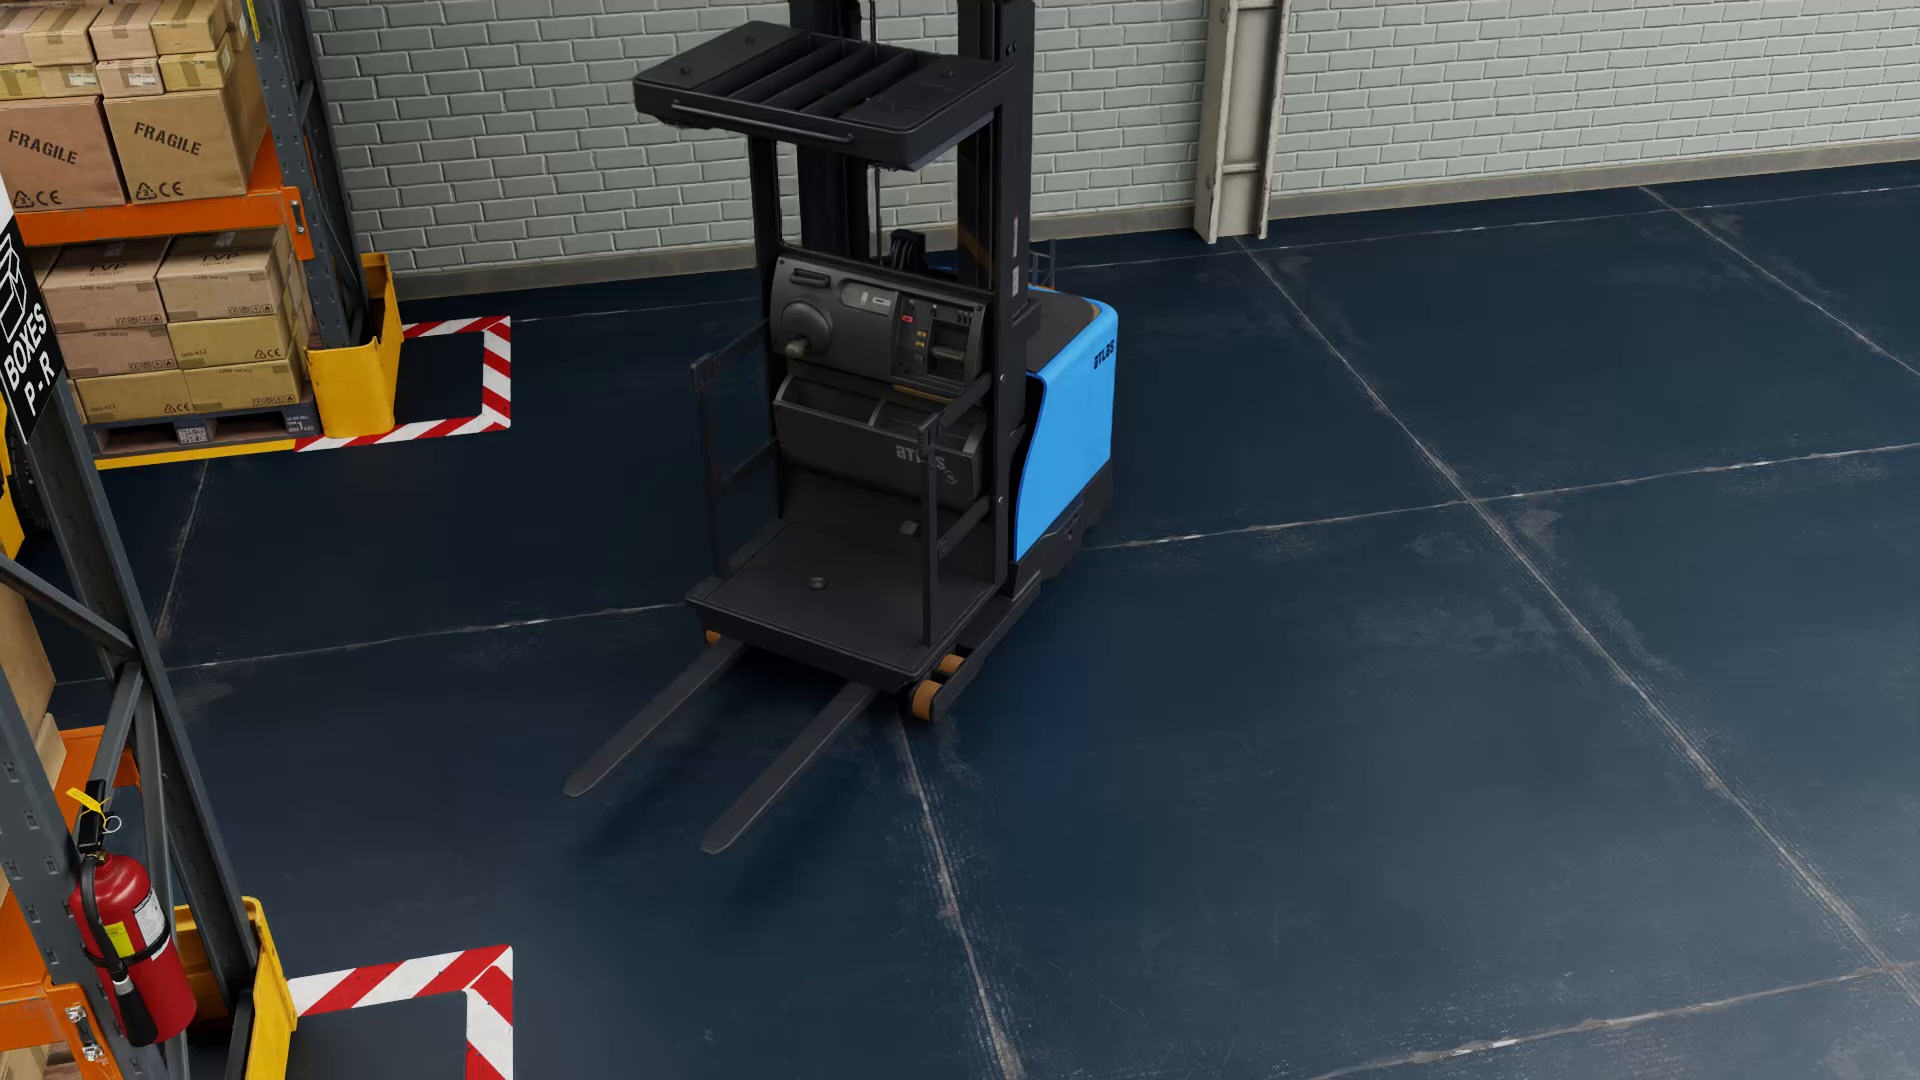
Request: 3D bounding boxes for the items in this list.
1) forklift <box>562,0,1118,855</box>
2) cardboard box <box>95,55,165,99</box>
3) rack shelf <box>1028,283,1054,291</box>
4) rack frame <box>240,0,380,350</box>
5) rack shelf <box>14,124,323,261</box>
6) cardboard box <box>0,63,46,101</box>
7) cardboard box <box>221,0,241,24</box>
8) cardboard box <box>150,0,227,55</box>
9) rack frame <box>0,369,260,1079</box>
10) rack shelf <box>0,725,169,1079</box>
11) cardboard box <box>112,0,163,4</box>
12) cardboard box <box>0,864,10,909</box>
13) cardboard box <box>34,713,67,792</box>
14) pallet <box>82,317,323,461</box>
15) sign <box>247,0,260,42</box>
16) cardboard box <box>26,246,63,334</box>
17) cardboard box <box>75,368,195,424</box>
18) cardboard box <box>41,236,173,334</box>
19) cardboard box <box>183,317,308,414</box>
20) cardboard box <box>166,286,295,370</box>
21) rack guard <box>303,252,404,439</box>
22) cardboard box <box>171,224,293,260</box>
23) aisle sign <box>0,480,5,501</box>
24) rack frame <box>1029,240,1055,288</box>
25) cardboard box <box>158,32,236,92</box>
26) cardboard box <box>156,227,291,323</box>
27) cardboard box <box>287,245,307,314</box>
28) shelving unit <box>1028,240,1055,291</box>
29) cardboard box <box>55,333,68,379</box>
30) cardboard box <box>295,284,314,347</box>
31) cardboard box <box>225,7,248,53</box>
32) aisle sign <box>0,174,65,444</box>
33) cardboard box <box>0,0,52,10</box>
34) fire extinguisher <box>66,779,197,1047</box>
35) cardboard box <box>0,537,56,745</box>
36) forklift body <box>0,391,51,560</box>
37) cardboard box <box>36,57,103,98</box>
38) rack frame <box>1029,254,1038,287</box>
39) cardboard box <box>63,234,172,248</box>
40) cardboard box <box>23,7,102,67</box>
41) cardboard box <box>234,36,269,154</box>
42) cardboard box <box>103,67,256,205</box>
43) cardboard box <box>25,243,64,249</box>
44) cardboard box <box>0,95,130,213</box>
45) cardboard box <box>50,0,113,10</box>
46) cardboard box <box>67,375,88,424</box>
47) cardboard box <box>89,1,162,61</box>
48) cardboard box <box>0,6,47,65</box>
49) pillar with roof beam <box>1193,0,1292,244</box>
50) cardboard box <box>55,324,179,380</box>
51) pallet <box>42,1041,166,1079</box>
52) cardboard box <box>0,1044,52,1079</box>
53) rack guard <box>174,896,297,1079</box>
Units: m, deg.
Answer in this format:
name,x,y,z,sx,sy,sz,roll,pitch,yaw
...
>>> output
name,x,y,z,sx,sy,sz,roll,pitch,yaw
forklift,-0.425,-0.777,6.277,1.130,2.935,3.031,17,37,23
cardboard box,-3.761,-2.160,7.605,0.250,0.149,0.380,-7,34,-10
rack shelf,0.287,-1.128,7.788,0.258,0.103,0.180,17,37,23
rack frame,-3.242,-2.092,8.175,0.127,3.000,1.000,-7,35,-11
rack shelf,-5.193,-1.547,8.009,4.000,0.370,1.077,-7,35,-11
cardboard box,-4.272,-2.137,7.571,0.250,0.149,0.380,-7,35,-11
cardboard box,-3.617,-2.601,7.995,0.250,0.149,0.380,-8,35,-11
cardboard box,-3.545,-2.368,7.647,0.250,0.149,0.380,-7,35,-10
rack frame,-2.144,0.605,4.156,0.127,3.000,1.000,-7,35,-11
rack shelf,-4.094,1.150,3.990,4.000,0.370,1.077,-7,35,-11
cardboard box,-3.890,-2.602,7.997,0.250,0.149,0.380,-6,34,-9
cardboard box,-2.461,0.872,3.984,0.250,0.149,0.380,-6,34,-9
cardboard box,-2.521,0.639,4.331,0.250,0.149,0.380,-7,35,-10
pallet,-3.979,-0.817,8.778,1.213,0.211,1.003,-7,35,-11
sign,-3.136,-2.374,7.345,0.005,0.325,0.100,-7,35,-11
cardboard box,-4.609,-1.180,8.010,0.500,0.250,0.500,-7,34,-10
cardboard box,-4.118,-0.839,8.399,0.500,0.250,0.500,-7,35,-11
cardboard box,-4.119,-1.248,8.111,0.500,0.250,0.500,-7,34,-10
cardboard box,-3.631,-0.895,8.483,0.500,0.250,0.500,-7,34,-10
cardboard box,-3.648,-1.102,8.343,0.500,0.250,0.500,-8,35,-11
rack guard,-3.219,-1.057,8.876,0.348,0.500,1.175,-7,35,-11
cardboard box,-3.753,-1.583,8.611,0.500,0.250,0.500,-8,35,-11
aisle sign,-2.019,-0.324,3.208,0.004,0.787,0.394,-7,35,-11
rack frame,0.331,-0.911,8.031,0.240,1.200,0.006,17,37,23
cardboard box,-3.519,-2.208,7.676,0.250,0.149,0.380,-7,34,-10
cardboard box,-3.623,-1.314,8.209,0.500,0.250,0.500,-6,34,-9
cardboard box,-3.747,-1.387,8.767,0.500,0.250,0.500,-7,34,-10
shelving unit,0.287,-0.866,7.964,0.258,1.200,0.189,17,37,23
cardboard box,-4.639,-0.972,8.148,0.500,0.250,0.500,-8,35,-12
cardboard box,-3.765,-1.170,8.893,0.500,0.250,0.500,-7,35,-10
cardboard box,-3.630,-2.502,8.115,0.250,0.149,0.380,-8,35,-12
aisle sign,-2.152,-0.650,3.694,0.004,0.787,0.394,-7,35,-11
cardboard box,-4.379,-2.525,7.882,0.250,0.149,0.380,-7,34,-10
fire extinguisher,-1.930,0.874,3.825,0.183,0.674,0.296,-7,35,-11
cardboard box,-2.667,0.348,4.183,0.500,0.500,0.500,-8,35,-11
forklift body,-4.689,-0.515,6.587,1.214,2.155,2.313,-7,35,-11
cardboard box,-4.028,-2.162,7.607,0.250,0.149,0.380,-7,34,-10
rack frame,0.244,-0.821,7.897,0.240,1.200,0.006,17,37,23
cardboard box,-4.239,-1.520,8.517,0.500,0.250,0.500,-7,35,-10
cardboard box,-4.028,-2.274,7.507,0.250,0.149,0.380,-6,34,-9
cardboard box,-3.787,-2.223,8.282,0.500,0.500,0.500,-6,34,-9
cardboard box,-3.664,-1.930,7.845,0.500,0.500,0.500,-8,35,-12
cardboard box,-4.730,-1.464,8.434,0.500,0.250,0.500,-7,35,-11
cardboard box,-4.173,-1.871,7.757,0.500,0.500,0.500,-6,34,-9
cardboard box,-4.134,-2.547,7.915,0.250,0.149,0.380,-7,34,-10
cardboard box,-4.608,-0.782,8.315,0.500,0.250,0.500,-7,34,-10
cardboard box,-3.779,-2.320,7.577,0.250,0.149,0.380,-7,35,-10
cardboard box,-4.287,-2.283,7.522,0.250,0.149,0.380,-7,34,-10
pillar with roof beam,2.682,-3.385,4.718,0.400,9.000,9.100,-7,35,-11
cardboard box,-4.140,-1.047,8.260,0.500,0.250,0.500,-8,35,-11
pallet,-3.018,1.853,4.799,1.213,0.211,1.003,-7,35,-11
cardboard box,-2.992,1.522,4.881,0.500,0.250,0.500,-7,35,-11
rack guard,-2.218,1.653,4.838,0.348,0.500,1.175,-7,35,-11
